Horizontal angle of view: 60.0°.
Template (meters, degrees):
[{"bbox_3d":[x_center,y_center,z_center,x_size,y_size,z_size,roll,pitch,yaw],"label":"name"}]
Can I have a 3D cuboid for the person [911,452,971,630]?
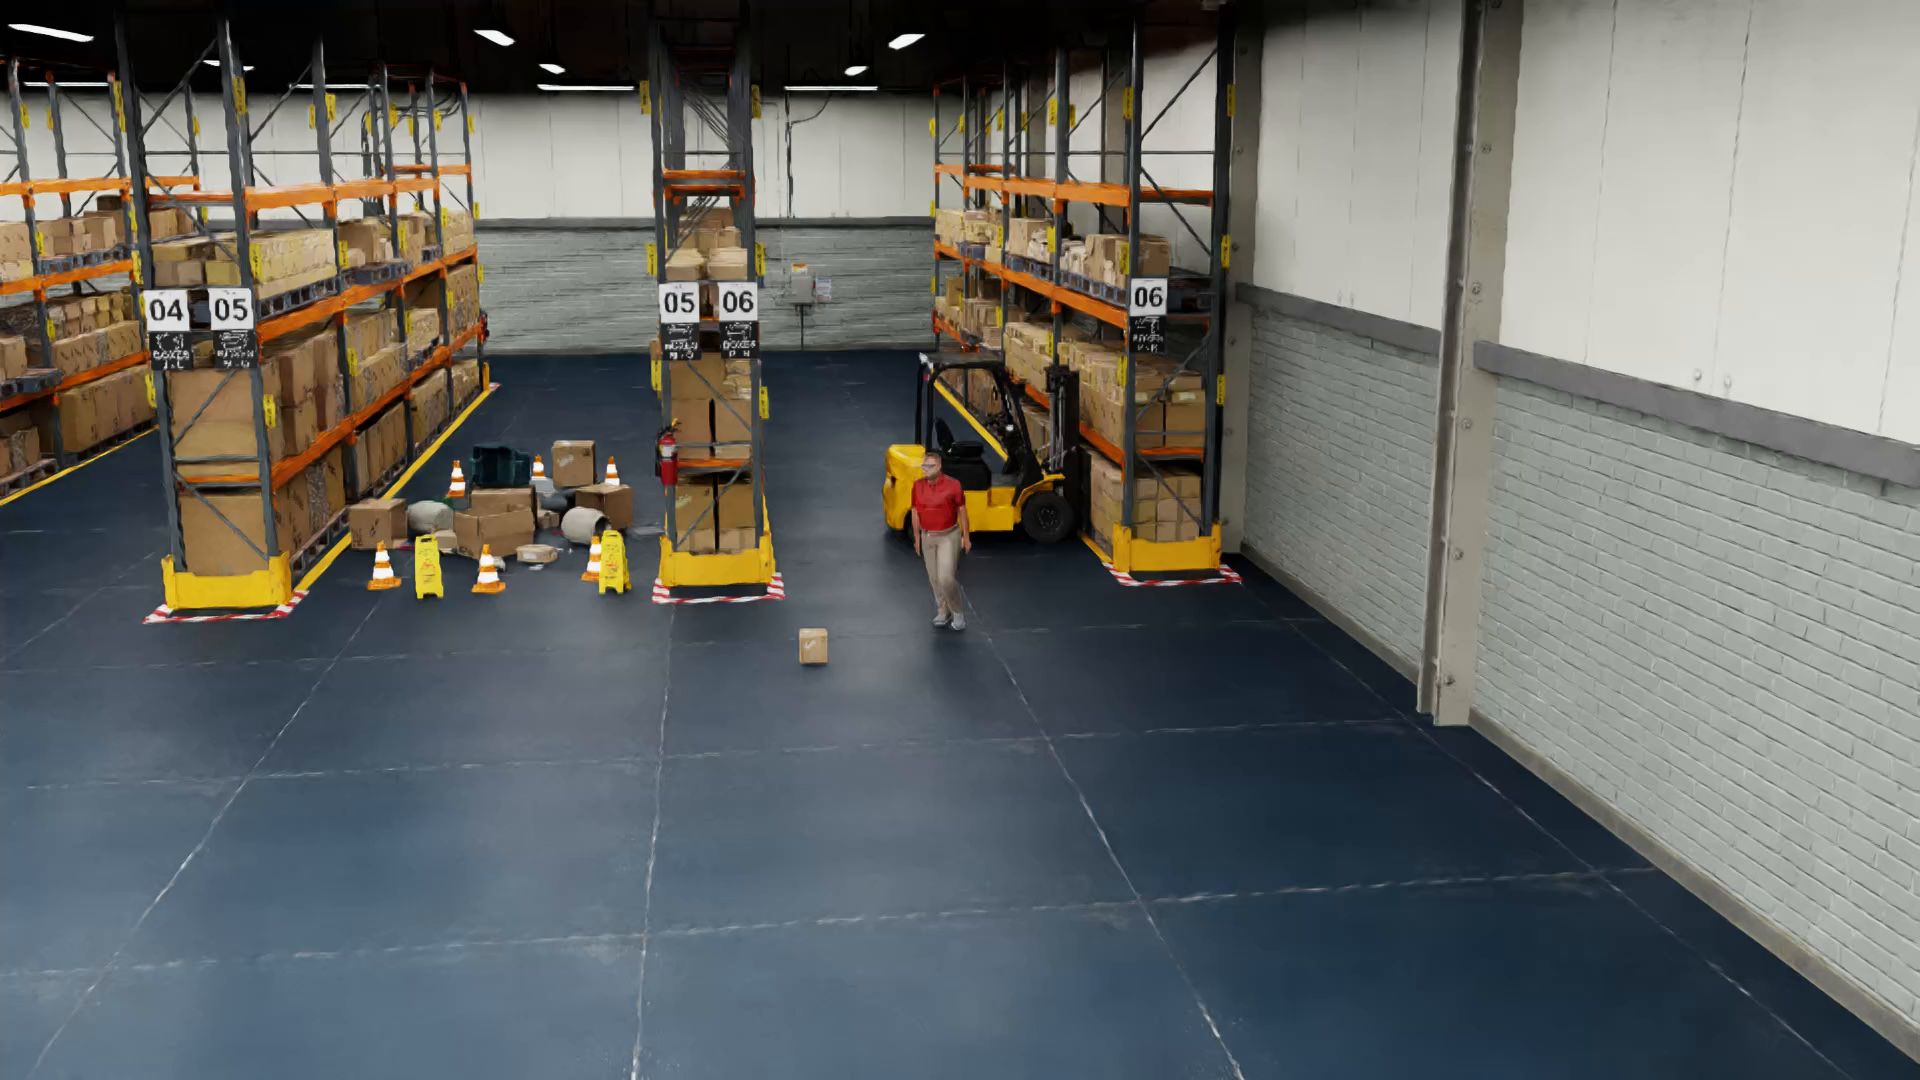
[{"bbox_3d":[-0.198,-0.009,15.988,0.570,1.713,0.518,6,14,25],"label":"person"}]
